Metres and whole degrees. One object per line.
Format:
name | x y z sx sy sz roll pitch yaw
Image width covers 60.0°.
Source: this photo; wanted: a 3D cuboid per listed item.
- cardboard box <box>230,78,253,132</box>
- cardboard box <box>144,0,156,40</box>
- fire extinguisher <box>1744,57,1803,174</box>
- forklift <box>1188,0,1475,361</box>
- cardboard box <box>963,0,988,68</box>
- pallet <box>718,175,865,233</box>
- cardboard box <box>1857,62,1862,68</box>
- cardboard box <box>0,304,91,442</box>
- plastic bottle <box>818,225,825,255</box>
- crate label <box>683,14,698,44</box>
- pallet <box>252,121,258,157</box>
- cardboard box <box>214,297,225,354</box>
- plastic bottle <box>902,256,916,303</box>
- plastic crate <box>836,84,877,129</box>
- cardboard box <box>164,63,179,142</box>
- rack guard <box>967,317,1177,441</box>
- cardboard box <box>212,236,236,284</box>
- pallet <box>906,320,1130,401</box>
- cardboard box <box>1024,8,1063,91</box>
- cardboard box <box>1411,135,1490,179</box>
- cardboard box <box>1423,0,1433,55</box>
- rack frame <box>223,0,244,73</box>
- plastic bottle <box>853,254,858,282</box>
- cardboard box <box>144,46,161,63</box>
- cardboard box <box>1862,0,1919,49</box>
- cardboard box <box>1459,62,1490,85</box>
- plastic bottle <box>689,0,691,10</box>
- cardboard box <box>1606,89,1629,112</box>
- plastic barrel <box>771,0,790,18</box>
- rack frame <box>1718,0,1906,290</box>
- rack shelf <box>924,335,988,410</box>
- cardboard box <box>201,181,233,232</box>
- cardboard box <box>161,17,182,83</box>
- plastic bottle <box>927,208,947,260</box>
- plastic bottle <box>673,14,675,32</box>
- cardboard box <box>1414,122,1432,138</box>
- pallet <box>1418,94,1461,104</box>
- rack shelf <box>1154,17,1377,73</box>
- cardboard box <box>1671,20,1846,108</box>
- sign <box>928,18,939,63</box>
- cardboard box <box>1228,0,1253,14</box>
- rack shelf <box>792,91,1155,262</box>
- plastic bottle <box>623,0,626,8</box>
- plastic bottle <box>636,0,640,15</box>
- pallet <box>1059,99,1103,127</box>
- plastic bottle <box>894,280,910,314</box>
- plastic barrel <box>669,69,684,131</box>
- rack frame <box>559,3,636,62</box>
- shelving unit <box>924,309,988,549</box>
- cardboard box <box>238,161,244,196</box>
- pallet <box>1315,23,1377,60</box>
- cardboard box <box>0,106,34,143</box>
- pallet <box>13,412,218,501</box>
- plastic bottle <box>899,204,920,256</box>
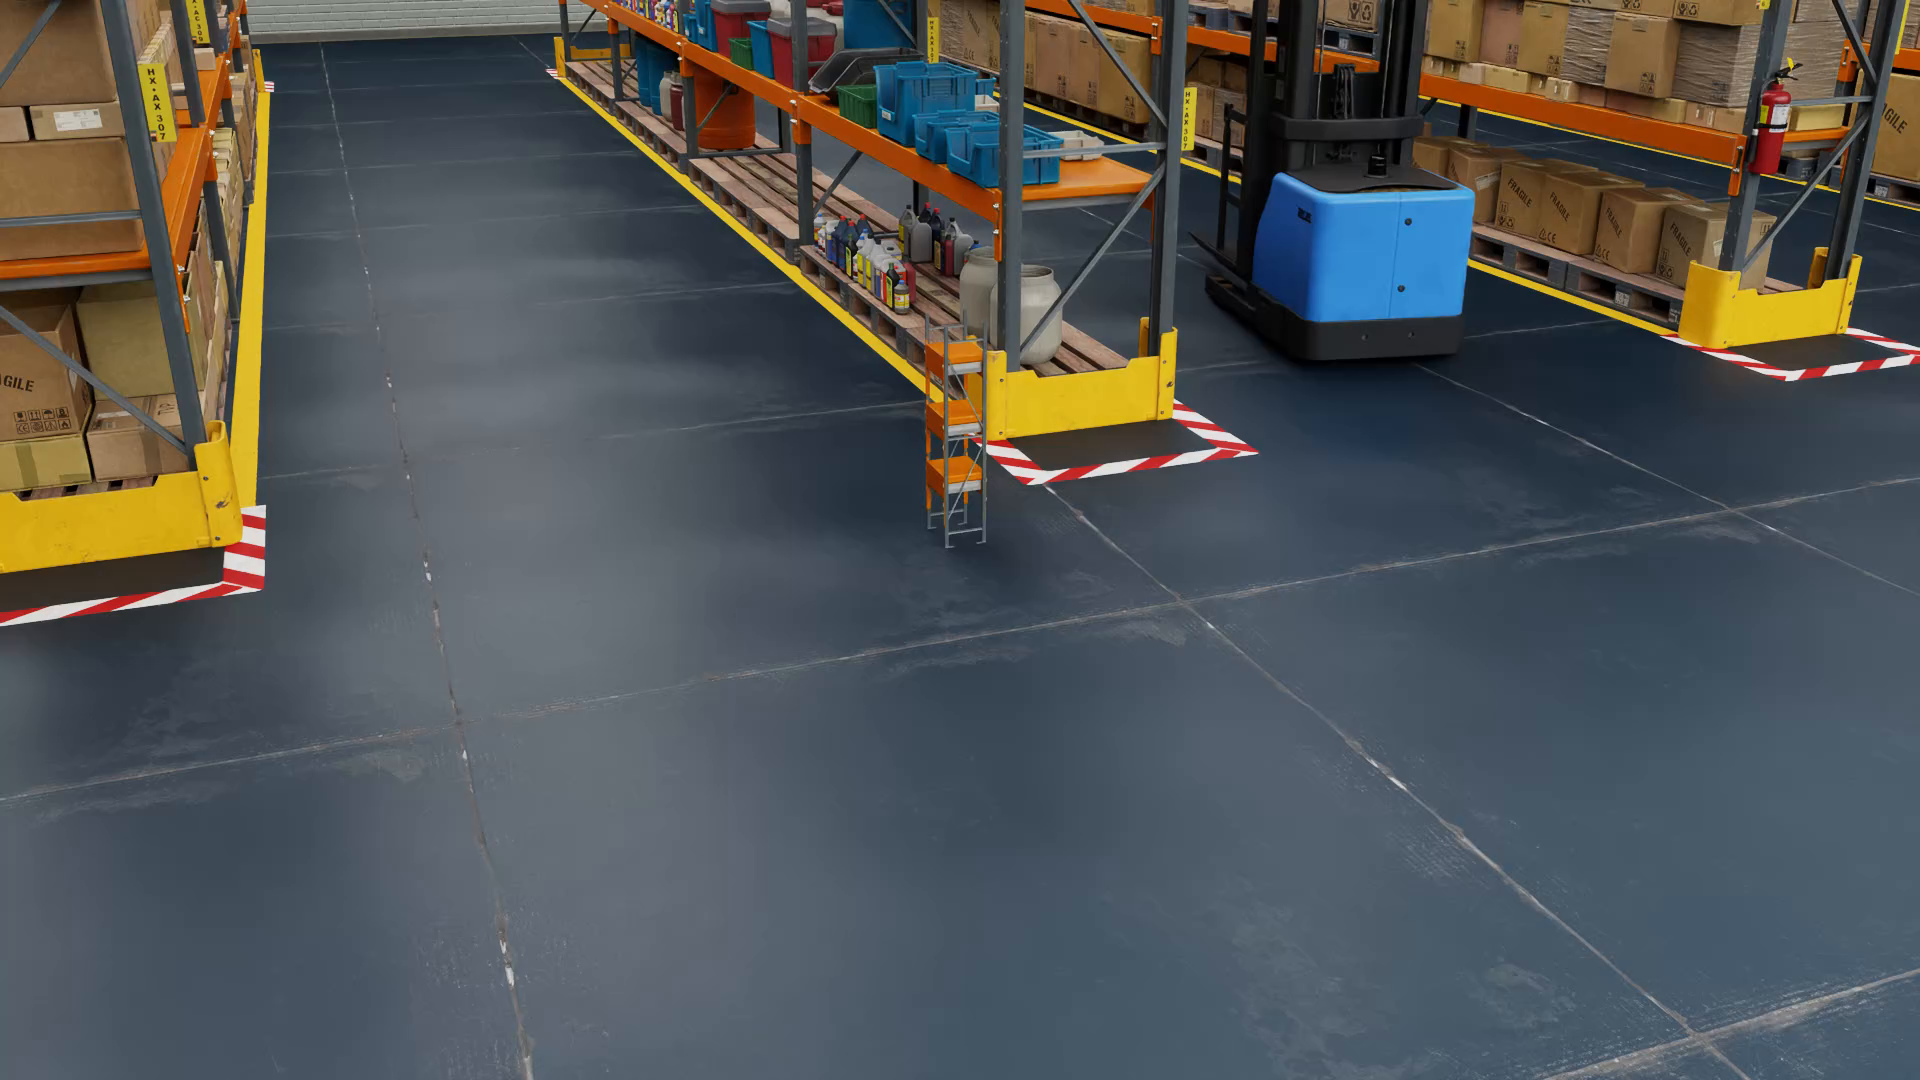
cardboard box | -7.577 -4.446 17.089 0.500 0.500 0.500 -8 24 -19
cardboard box | -5.018 -3.109 9.466 0.700 0.500 0.500 -8 24 -19
fire extinguisher | 4.931 -2.573 10.093 0.296 0.674 0.183 -8 24 -19
forklift | 2.357 -2.988 11.066 1.130 2.935 3.031 -4 23 -9
cardboard box | 0.606 -6.866 22.374 0.875 0.875 0.875 -8 24 -19
pallet | -1.473 -2.927 14.422 1.003 0.211 1.213 -8 24 -19
cardboard box | 11.600 -6.457 21.403 0.875 0.875 0.875 -9 24 -19
cardboard box | -4.415 -0.782 7.777 0.500 0.500 0.500 -8 24 -19
plastic bottle | -0.987 -2.188 12.116 0.097 0.201 0.097 0 23 0
crate label | -2.340 -4.659 15.158 0.303 0.233 0.416 -8 24 -19
pallet | -7.864 -4.141 17.303 1.003 0.211 1.213 -8 24 -19
cardboard box | -4.634 -1.235 9.817 0.500 0.250 0.500 -8 24 -19
plastic bottle | -0.335 -1.703 10.858 0.061 0.283 0.133 -8 24 -19
plastic crate | -0.509 -2.858 10.942 0.450 0.188 0.662 -8 24 -19
cardboard box | -5.198 -2.695 10.153 0.700 0.500 0.500 -9 24 -20
rack guard | 0.617 -0.904 9.250 1.175 0.500 0.348 -8 24 -19
cardboard box | -5.271 -1.916 11.434 0.500 0.250 0.500 -9 24 -20
pallet | 0.335 -1.066 10.008 1.003 0.211 1.213 -8 24 -19
cardboard box | 1.327 -6.059 20.457 1.225 0.875 0.875 -8 24 -19
cardboard box | 4.013 -3.058 13.821 0.500 0.500 0.500 -9 25 -21
cardboard box | 4.010 -4.178 13.290 0.875 0.500 0.500 -8 24 -19
rack frame | -8.186 -5.716 17.450 1.000 3.000 0.127 -8 24 -19
plastic bottle | -0.683 -1.876 11.375 0.097 0.201 0.097 0 23 0
cardboard box | -4.617 -2.623 9.148 0.380 0.149 0.250 -8 24 -17
cardboard box | 8.726 -4.748 14.959 0.875 0.550 0.550 -8 24 -19
cardboard box | 4.041 -3.566 12.673 0.380 0.149 0.250 -8 24 -19
plastic bottle | -2.912 -5.896 18.043 0.097 0.271 0.097 0 23 0
cardboard box | 4.680 -3.037 11.418 0.380 0.149 0.250 -8 24 -19
plastic barrel | -1.426 -4.495 14.409 0.421 0.512 0.421 0 23 0
rack frame | 5.322 -2.714 10.327 1.000 3.000 0.127 -8 24 -19
rack shelf | -0.019 -0.755 7.486 0.215 0.259 0.240 -8 24 -19
cardboard box | -5.445 -2.361 11.768 0.500 0.311 0.500 -9 24 -20
cardboard box | -5.979 -3.510 12.087 0.500 0.500 0.500 -8 24 -19
plastic bottle | -0.160 -2.206 11.965 0.144 0.351 0.185 -10 25 -22
plastic bottle | -2.704 -4.982 15.965 0.097 0.201 0.097 0 23 0
cardboard box | 3.712 -3.444 14.711 0.700 0.500 0.500 -10 25 -23
pallet | 6.470 -5.706 21.017 1.003 0.211 1.213 -8 24 -19
rack shelf | 3.202 -4.562 15.639 1.077 0.370 4.000 -8 24 -19
cardboard box | 5.153 -3.101 10.733 0.875 0.500 0.500 -8 24 -19
sign | -0.206 -3.687 12.278 0.100 0.325 0.005 -8 24 -19
cardboard box | 2.873 -5.104 15.651 0.500 0.250 0.500 -9 24 -20
rack shelf | -0.018 -2.429 10.578 1.077 0.370 4.000 -8 24 -19
plastic bottle | -3.615 -5.984 18.245 0.152 0.276 0.135 -8 24 -19
plastic bottle | -3.335 -5.696 17.562 0.152 0.276 0.135 -8 24 -19
pallet | 1.860 -5.075 19.519 1.003 0.211 1.213 -8 24 -19
plastic bottle | -0.371 -1.555 10.613 0.097 0.201 0.097 0 23 0
plastic barrel | -2.726 -4.609 17.387 0.600 0.588 0.708 -8 24 -19
rack frame | -4.964 -7.848 22.508 1.000 3.000 0.127 -8 24 -19
shelving unit | -0.019 -0.503 7.592 0.215 1.050 0.252 -8 24 -19
cardboard box | -6.359 -3.032 14.080 0.500 0.250 0.500 -8 24 -18
pallet | 3.775 -4.376 14.518 1.003 0.211 1.213 -8 24 -19
cardboard box | -4.260 -1.814 7.227 0.380 0.149 0.250 -9 24 -20
pallet | -4.257 -0.343 8.292 1.003 0.211 1.213 -8 24 -19
plastic bottle | -0.363 -2.255 12.083 0.144 0.351 0.185 -8 24 -19
